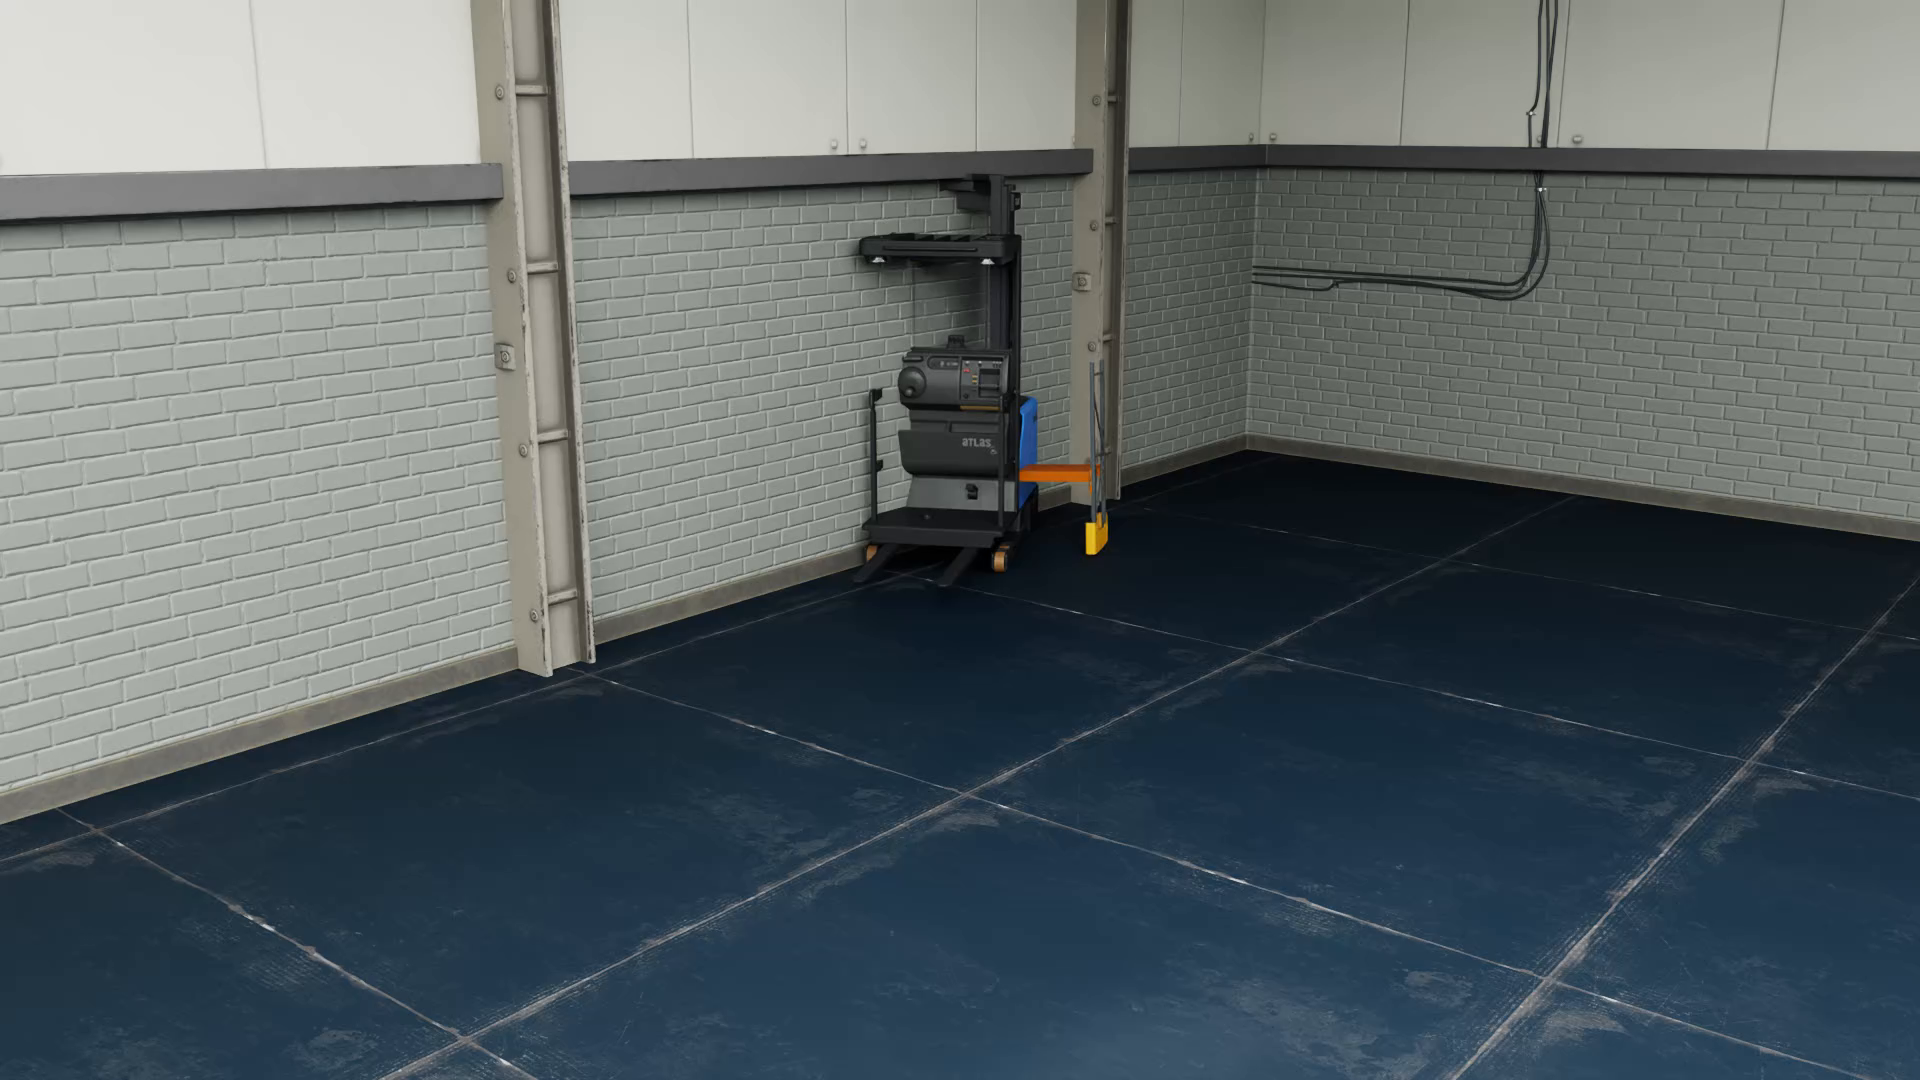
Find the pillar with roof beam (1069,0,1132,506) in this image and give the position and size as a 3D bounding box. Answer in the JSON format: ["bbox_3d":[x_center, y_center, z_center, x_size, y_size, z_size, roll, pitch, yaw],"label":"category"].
[{"bbox_3d":[4.564,-4.057,11.318,9.100,9.000,0.400,11,18,38],"label":"pillar with roof beam"}]

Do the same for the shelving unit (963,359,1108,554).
[{"bbox_3d":[0.600,-0.679,13.369,1.083,1.500,0.587,1,9,15],"label":"shelving unit"}]

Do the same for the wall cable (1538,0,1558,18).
[{"bbox_3d":[6.200,-5.607,13.469,3.097,2.526,0.112,11,18,38],"label":"wall cable"}]

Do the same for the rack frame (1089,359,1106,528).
[{"bbox_3d":[1.100,-0.672,13.238,0.032,1.500,0.500,1,9,15],"label":"rack frame"}]

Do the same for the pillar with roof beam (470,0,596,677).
[{"bbox_3d":[0.793,-2.908,6.795,9.100,9.000,0.400,11,18,38],"label":"pillar with roof beam"}]

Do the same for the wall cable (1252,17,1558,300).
[{"bbox_3d":[4.096,-3.578,15.738,3.097,2.526,0.112,11,18,38],"label":"wall cable"}]

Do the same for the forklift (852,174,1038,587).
[{"bbox_3d":[-0.122,-1.269,12.666,1.130,2.935,3.031,3,15,11],"label":"forklift"}]

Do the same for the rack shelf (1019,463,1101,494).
[{"bbox_3d":[0.613,-0.502,13.394,1.000,0.185,0.538,1,9,15],"label":"rack shelf"}]

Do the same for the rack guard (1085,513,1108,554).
[{"bbox_3d":[1.098,-0.055,13.337,0.087,0.250,0.587,1,9,15],"label":"rack guard"}]
